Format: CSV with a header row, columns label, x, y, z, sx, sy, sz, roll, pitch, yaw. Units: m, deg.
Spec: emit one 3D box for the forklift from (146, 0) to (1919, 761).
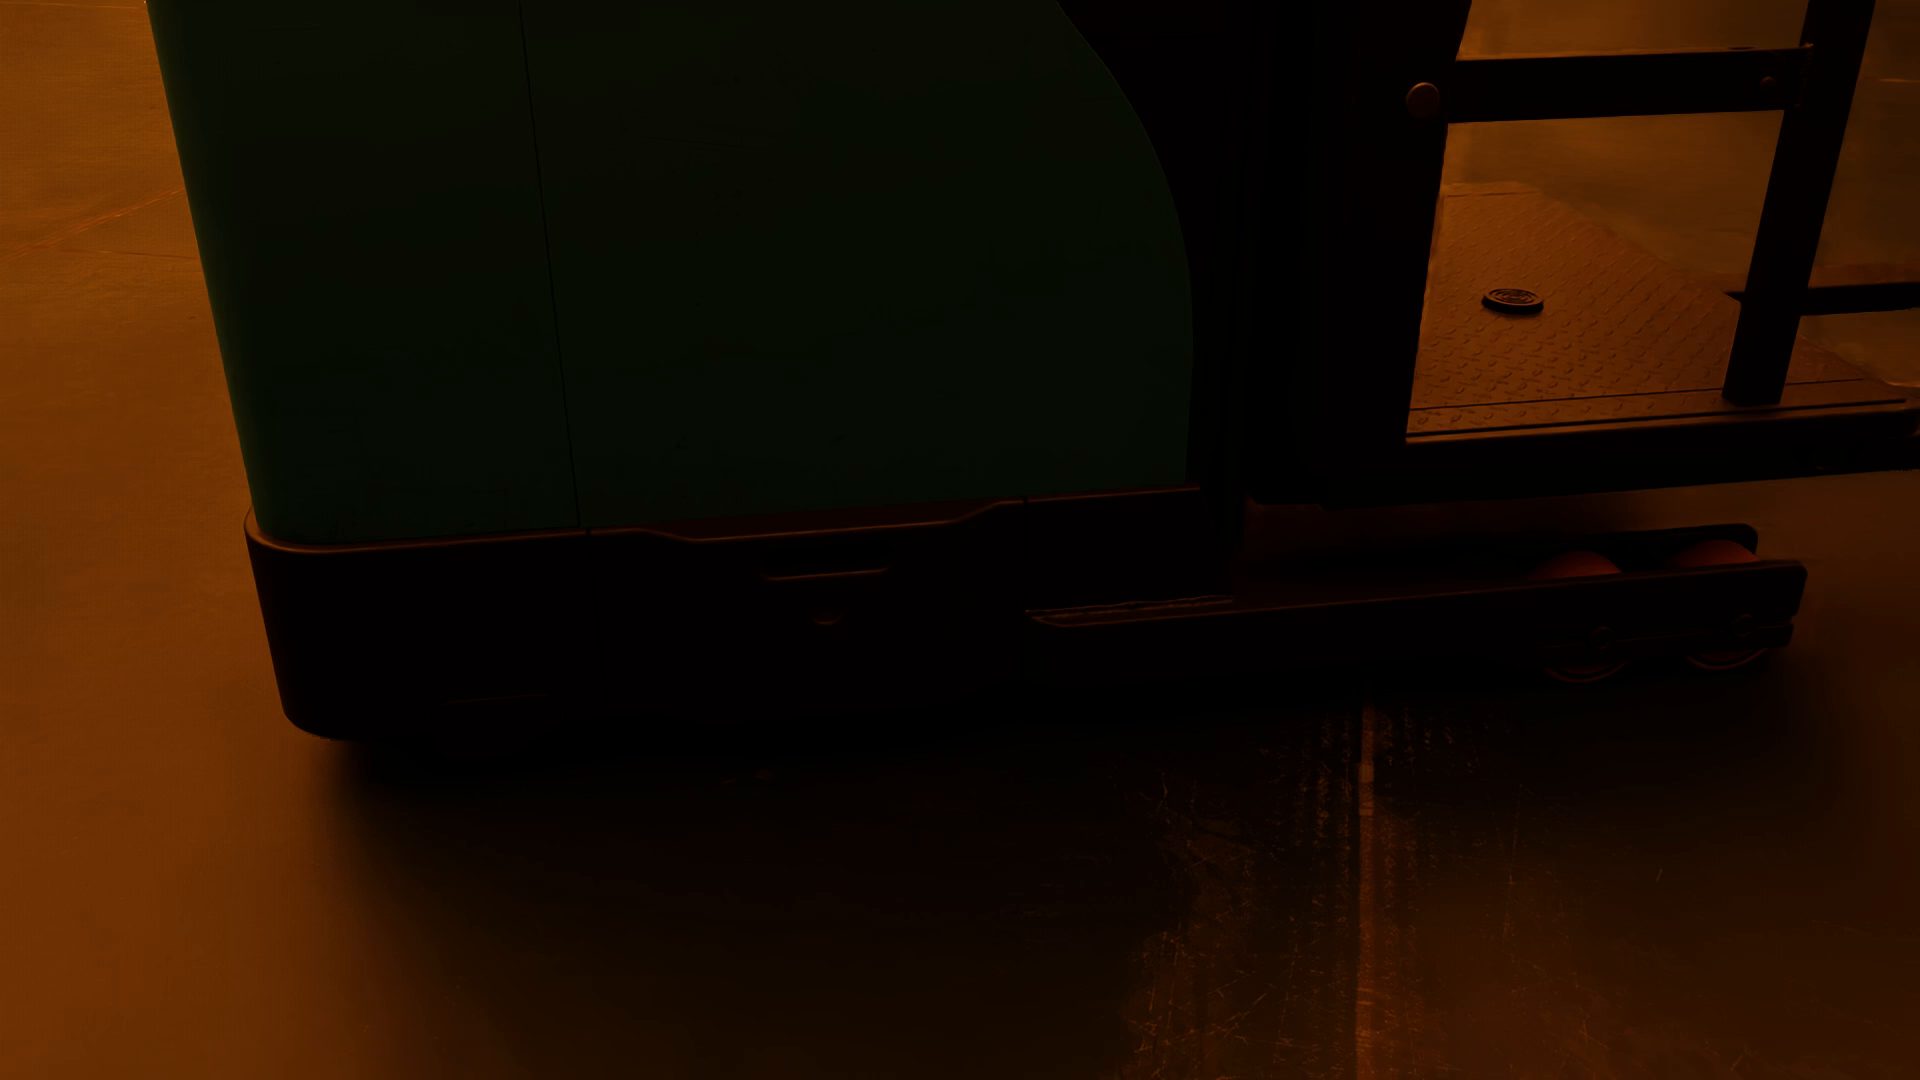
label,x,y,z,sx,sy,sz,roll,pitch,yaw
forklift,0.625,-1.356,1.933,3.031,2.935,1.130,-4,27,-9
